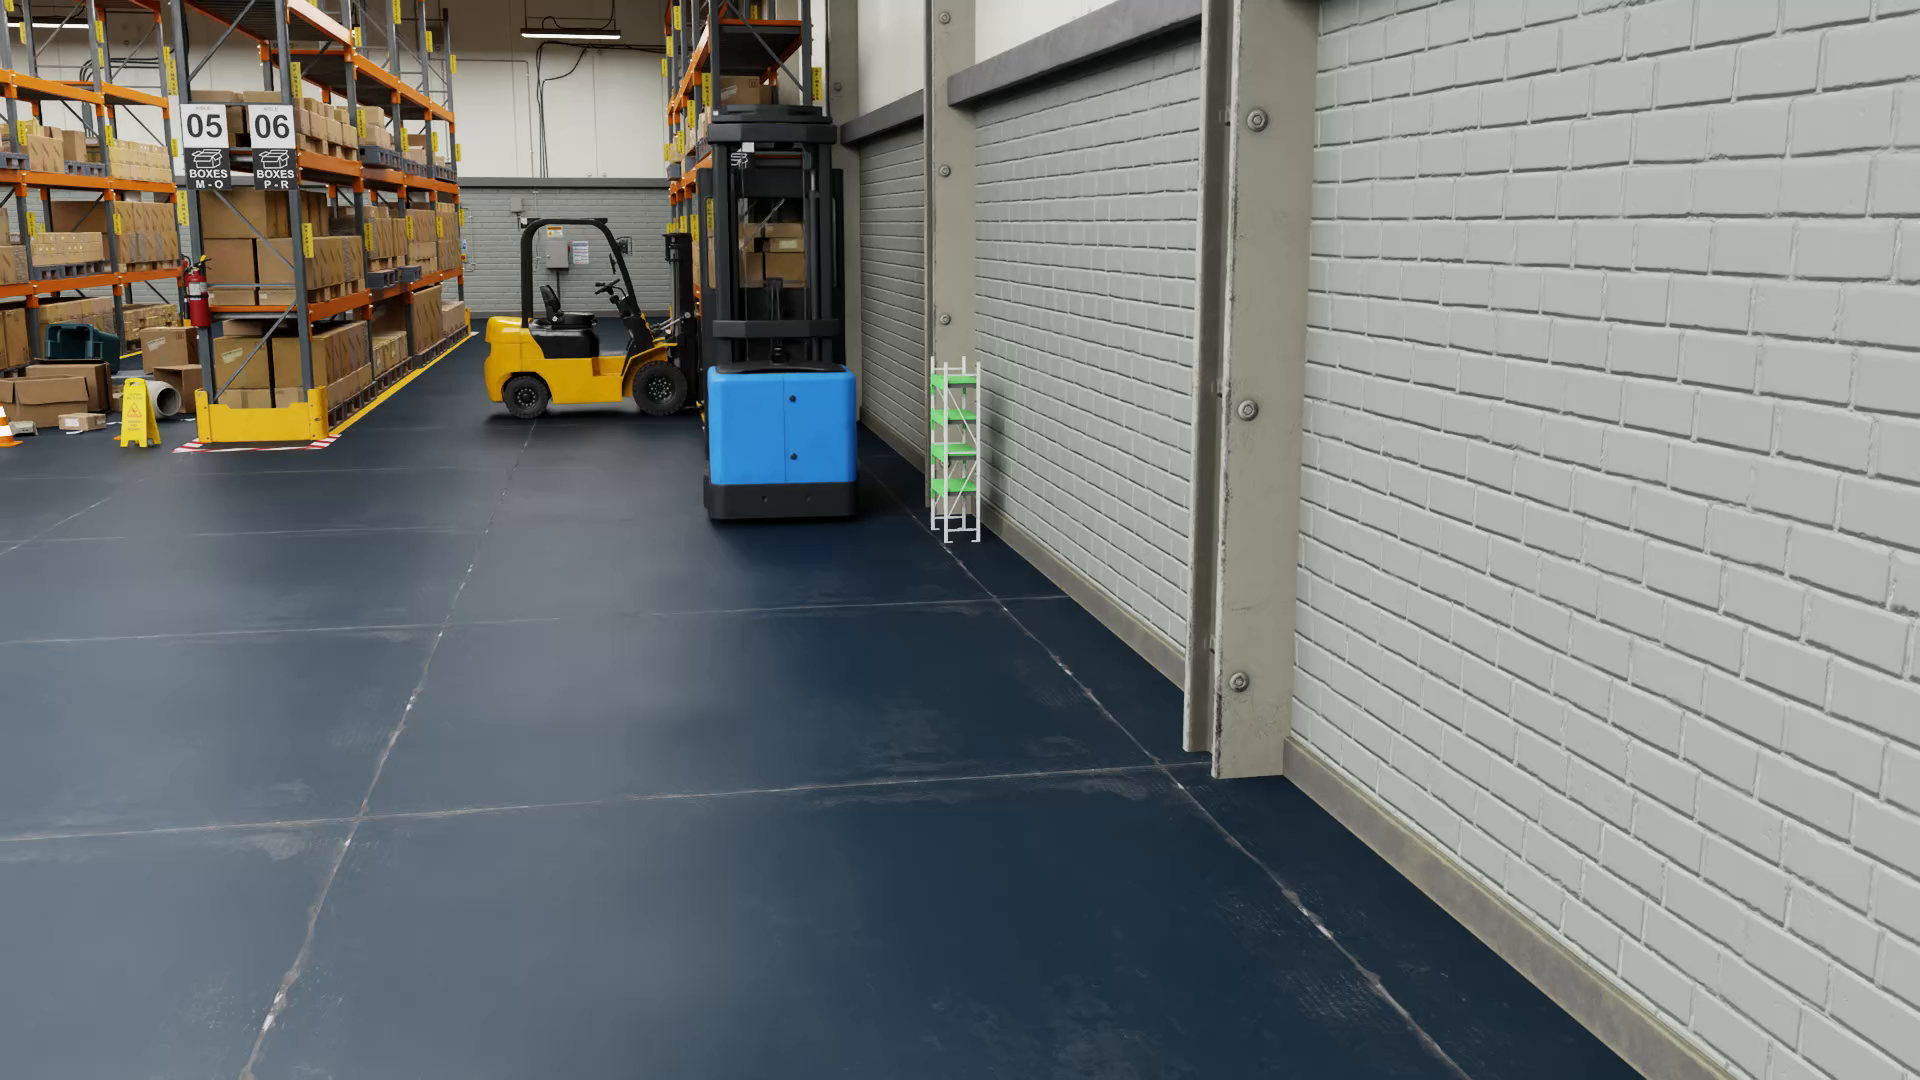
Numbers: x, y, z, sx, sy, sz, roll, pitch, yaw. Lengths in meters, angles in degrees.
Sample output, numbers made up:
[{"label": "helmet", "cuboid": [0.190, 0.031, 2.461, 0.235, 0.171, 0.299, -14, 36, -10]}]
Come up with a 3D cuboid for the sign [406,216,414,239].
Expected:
[{"label": "sign", "cuboid": [-7.882, -4.476, 23.808, 0.100, 0.325, 0.005, -2, 11, -11]}]

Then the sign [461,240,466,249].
[{"label": "sign", "cuboid": [-11.148, -6.568, 36.959, 0.327, 0.218, 0.001, -2, 11, -11]}]

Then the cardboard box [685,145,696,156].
[{"label": "cardboard box", "cuboid": [-3.775, -5.646, 24.047, 0.380, 0.166, 0.250, -2, 11, -11]}]

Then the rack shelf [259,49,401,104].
[{"label": "rack shelf", "cuboid": [-8.024, -5.956, 21.413, 1.077, 0.370, 4.000, -2, 11, -11]}]

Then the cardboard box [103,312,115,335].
[{"label": "cardboard box", "cuboid": [-13.636, -3.312, 26.137, 0.500, 0.500, 0.500, -2, 11, -12]}]

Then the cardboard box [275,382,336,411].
[{"label": "cardboard box", "cuboid": [-6.742, -1.471, 17.136, 0.500, 0.250, 0.500, -2, 11, -11]}]

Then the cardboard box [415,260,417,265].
[{"label": "cardboard box", "cuboid": [-8.378, -4.044, 24.822, 0.500, 0.250, 0.500, -2, 11, -13]}]

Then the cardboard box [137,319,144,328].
[{"label": "cardboard box", "cuboid": [-14.083, -3.678, 28.202, 0.380, 0.149, 0.250, -2, 11, -8]}]

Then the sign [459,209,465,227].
[{"label": "sign", "cuboid": [-9.434, -6.095, 31.465, 0.100, 0.325, 0.005, -2, 11, -11]}]

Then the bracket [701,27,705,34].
[{"label": "bracket", "cuboid": [-5.631, -11.314, 36.946, 0.235, 0.232, 0.430, -2, 11, -11]}]

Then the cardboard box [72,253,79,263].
[{"label": "cardboard box", "cuboid": [-13.499, -4.239, 24.992, 0.380, 0.149, 0.250, -2, 11, -9]}]

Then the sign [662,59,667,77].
[{"label": "sign", "cuboid": [-5.633, -8.999, 31.698, 0.100, 0.325, 0.005, -2, 11, -11]}]

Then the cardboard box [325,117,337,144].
[{"label": "cardboard box", "cuboid": [-6.987, -4.387, 17.806, 0.500, 0.250, 0.500, -2, 11, -10]}]

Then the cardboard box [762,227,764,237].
[{"label": "cardboard box", "cuboid": [-1.927, -3.319, 17.817, 0.380, 0.149, 0.250, -2, 11, -10]}]

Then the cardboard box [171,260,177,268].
[{"label": "cardboard box", "cuboid": [-14.464, -5.021, 30.226, 0.380, 0.149, 0.250, -2, 11, -11]}]

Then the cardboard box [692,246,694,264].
[{"label": "cardboard box", "cuboid": [-3.518, -3.999, 23.251, 0.500, 0.250, 0.500, -2, 11, -12]}]

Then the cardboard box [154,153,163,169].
[{"label": "cardboard box", "cuboid": [-14.365, -6.670, 29.261, 0.500, 0.250, 0.500, -2, 11, -13]}]

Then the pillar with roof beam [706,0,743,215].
[{"label": "pillar with roof beam", "cuboid": [-8.964, -8.891, 33.844, 9.100, 9.000, 0.548, -2, 11, -11]}]

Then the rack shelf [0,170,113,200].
[{"label": "rack shelf", "cuboid": [-13.638, -5.214, 24.467, 1.077, 0.370, 4.000, -2, 11, -11]}]

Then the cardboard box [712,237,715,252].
[{"label": "cardboard box", "cuboid": [-2.410, -3.106, 17.491, 0.380, 0.149, 0.250, -2, 11, -10]}]

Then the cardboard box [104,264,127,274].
[{"label": "cardboard box", "cuboid": [-13.761, -4.401, 26.967, 0.380, 0.149, 0.250, -2, 11, -9]}]

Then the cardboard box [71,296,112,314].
[{"label": "cardboard box", "cuboid": [-13.634, -3.680, 26.063, 0.500, 0.250, 0.500, -2, 11, -13]}]

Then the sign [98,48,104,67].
[{"label": "sign", "cuboid": [-15.337, -8.619, 29.703, 0.100, 0.325, 0.005, -2, 11, -11]}]

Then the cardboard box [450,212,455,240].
[{"label": "cardboard box", "cuboid": [-9.418, -5.667, 30.008, 0.500, 0.500, 0.500, -2, 11, -11]}]

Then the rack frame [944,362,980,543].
[{"label": "rack frame", "cuboid": [0.015, -0.575, 11.009, 0.240, 1.200, 0.015, -2, 11, -11]}]

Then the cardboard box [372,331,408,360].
[{"label": "cardboard box", "cuboid": [-8.313, -2.737, 23.457, 0.950, 0.372, 0.625, -3, 11, -15]}]

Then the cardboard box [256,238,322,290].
[{"label": "cardboard box", "cuboid": [-6.677, -2.750, 16.560, 0.500, 0.500, 0.500, -2, 11, -12]}]

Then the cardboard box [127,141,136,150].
[{"label": "cardboard box", "cuboid": [-14.054, -6.607, 27.860, 0.380, 0.149, 0.250, -2, 11, -8]}]

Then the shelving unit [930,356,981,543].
[{"label": "shelving unit", "cuboid": [-0.032, -0.620, 11.244, 0.258, 1.200, 0.503, -2, 11, -11]}]

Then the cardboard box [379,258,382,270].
[{"label": "cardboard box", "cuboid": [-7.611, -3.531, 21.276, 0.380, 0.149, 0.250, -2, 11, -10]}]

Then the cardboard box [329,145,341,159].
[{"label": "cardboard box", "cuboid": [-7.088, -4.306, 18.445, 0.380, 0.149, 0.250, -2, 11, -9]}]

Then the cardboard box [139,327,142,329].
[{"label": "cardboard box", "cuboid": [-14.118, -3.530, 28.221, 0.380, 0.149, 0.250, -3, 11, -13]}]

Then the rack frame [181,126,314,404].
[{"label": "rack frame", "cuboid": [-6.857, -2.458, 16.088, 1.000, 3.000, 0.127, -2, 11, -11]}]

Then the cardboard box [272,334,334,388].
[{"label": "cardboard box", "cuboid": [-6.748, -1.844, 17.088, 0.500, 0.500, 0.500, -3, 11, -13]}]

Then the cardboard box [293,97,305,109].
[{"label": "cardboard box", "cuboid": [-6.779, -4.366, 16.630, 0.380, 0.149, 0.250, -2, 11, -11]}]

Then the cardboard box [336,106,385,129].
[{"label": "cardboard box", "cuboid": [-7.462, -5.256, 20.708, 0.500, 0.250, 0.500, -2, 11, -12]}]

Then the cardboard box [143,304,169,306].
[{"label": "cardboard box", "cuboid": [-14.460, -4.156, 29.919, 0.380, 0.149, 0.250, -2, 11, -10]}]

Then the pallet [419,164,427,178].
[{"label": "pallet", "cuboid": [-8.964, -5.872, 26.514, 0.805, 0.209, 1.217, -3, 11, -13]}]

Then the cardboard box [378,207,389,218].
[{"label": "cardboard box", "cuboid": [-7.818, -4.356, 22.137, 0.380, 0.149, 0.250, -3, 11, -14]}]

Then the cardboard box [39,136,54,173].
[{"label": "cardboard box", "cuboid": [-13.203, -5.455, 23.545, 0.500, 0.500, 0.500, -2, 11, -11]}]

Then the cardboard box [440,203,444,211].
[{"label": "cardboard box", "cuboid": [-9.166, -5.774, 28.836, 0.380, 0.149, 0.250, -2, 11, -13]}]

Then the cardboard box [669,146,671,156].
[{"label": "cardboard box", "cuboid": [-4.695, -6.521, 27.898, 0.380, 0.149, 0.250, -2, 11, -9]}]

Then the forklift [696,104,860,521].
[{"label": "forklift", "cuboid": [-1.455, -1.805, 12.841, 1.130, 2.935, 3.031, -2, 11, -9]}]

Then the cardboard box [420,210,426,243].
[{"label": "cardboard box", "cuboid": [-8.555, -4.844, 25.680, 0.500, 0.500, 0.500, -2, 11, -10]}]

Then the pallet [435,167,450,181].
[{"label": "pallet", "cuboid": [-9.573, -6.462, 29.342, 1.003, 0.211, 1.213, -2, 11, -11]}]

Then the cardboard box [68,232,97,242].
[{"label": "cardboard box", "cuboid": [-13.704, -4.720, 25.928, 0.380, 0.149, 0.250, -2, 11, -13]}]

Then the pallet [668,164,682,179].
[{"label": "pallet", "cuboid": [-4.060, -5.909, 26.699, 1.213, 0.211, 1.003, -2, 11, -11]}]

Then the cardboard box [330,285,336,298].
[{"label": "cardboard box", "cuboid": [-6.975, -2.692, 17.989, 0.380, 0.149, 0.250, -2, 11, -13]}]

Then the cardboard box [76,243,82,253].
[{"label": "cardboard box", "cuboid": [-13.551, -4.432, 25.212, 0.380, 0.149, 0.250, -3, 11, -14]}]

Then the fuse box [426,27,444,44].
[{"label": "fuse box", "cuboid": [-11.331, -10.930, 36.000, 0.513, 0.334, 0.176, -2, 11, -11]}]

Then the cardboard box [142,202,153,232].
[{"label": "cardboard box", "cuboid": [-14.157, -5.521, 28.441, 0.500, 0.500, 0.500, -3, 11, -13]}]

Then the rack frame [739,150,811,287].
[{"label": "rack frame", "cuboid": [-1.989, -2.639, 17.040, 1.000, 3.000, 0.127, -2, 11, -11]}]

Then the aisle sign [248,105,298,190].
[{"label": "aisle sign", "cuboid": [-6.541, -3.735, 15.844, 0.394, 0.787, 0.004, -2, 11, -11]}]

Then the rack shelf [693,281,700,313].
[{"label": "rack shelf", "cuboid": [-3.156, -3.386, 22.889, 1.077, 0.370, 4.000, -2, 11, -11]}]
